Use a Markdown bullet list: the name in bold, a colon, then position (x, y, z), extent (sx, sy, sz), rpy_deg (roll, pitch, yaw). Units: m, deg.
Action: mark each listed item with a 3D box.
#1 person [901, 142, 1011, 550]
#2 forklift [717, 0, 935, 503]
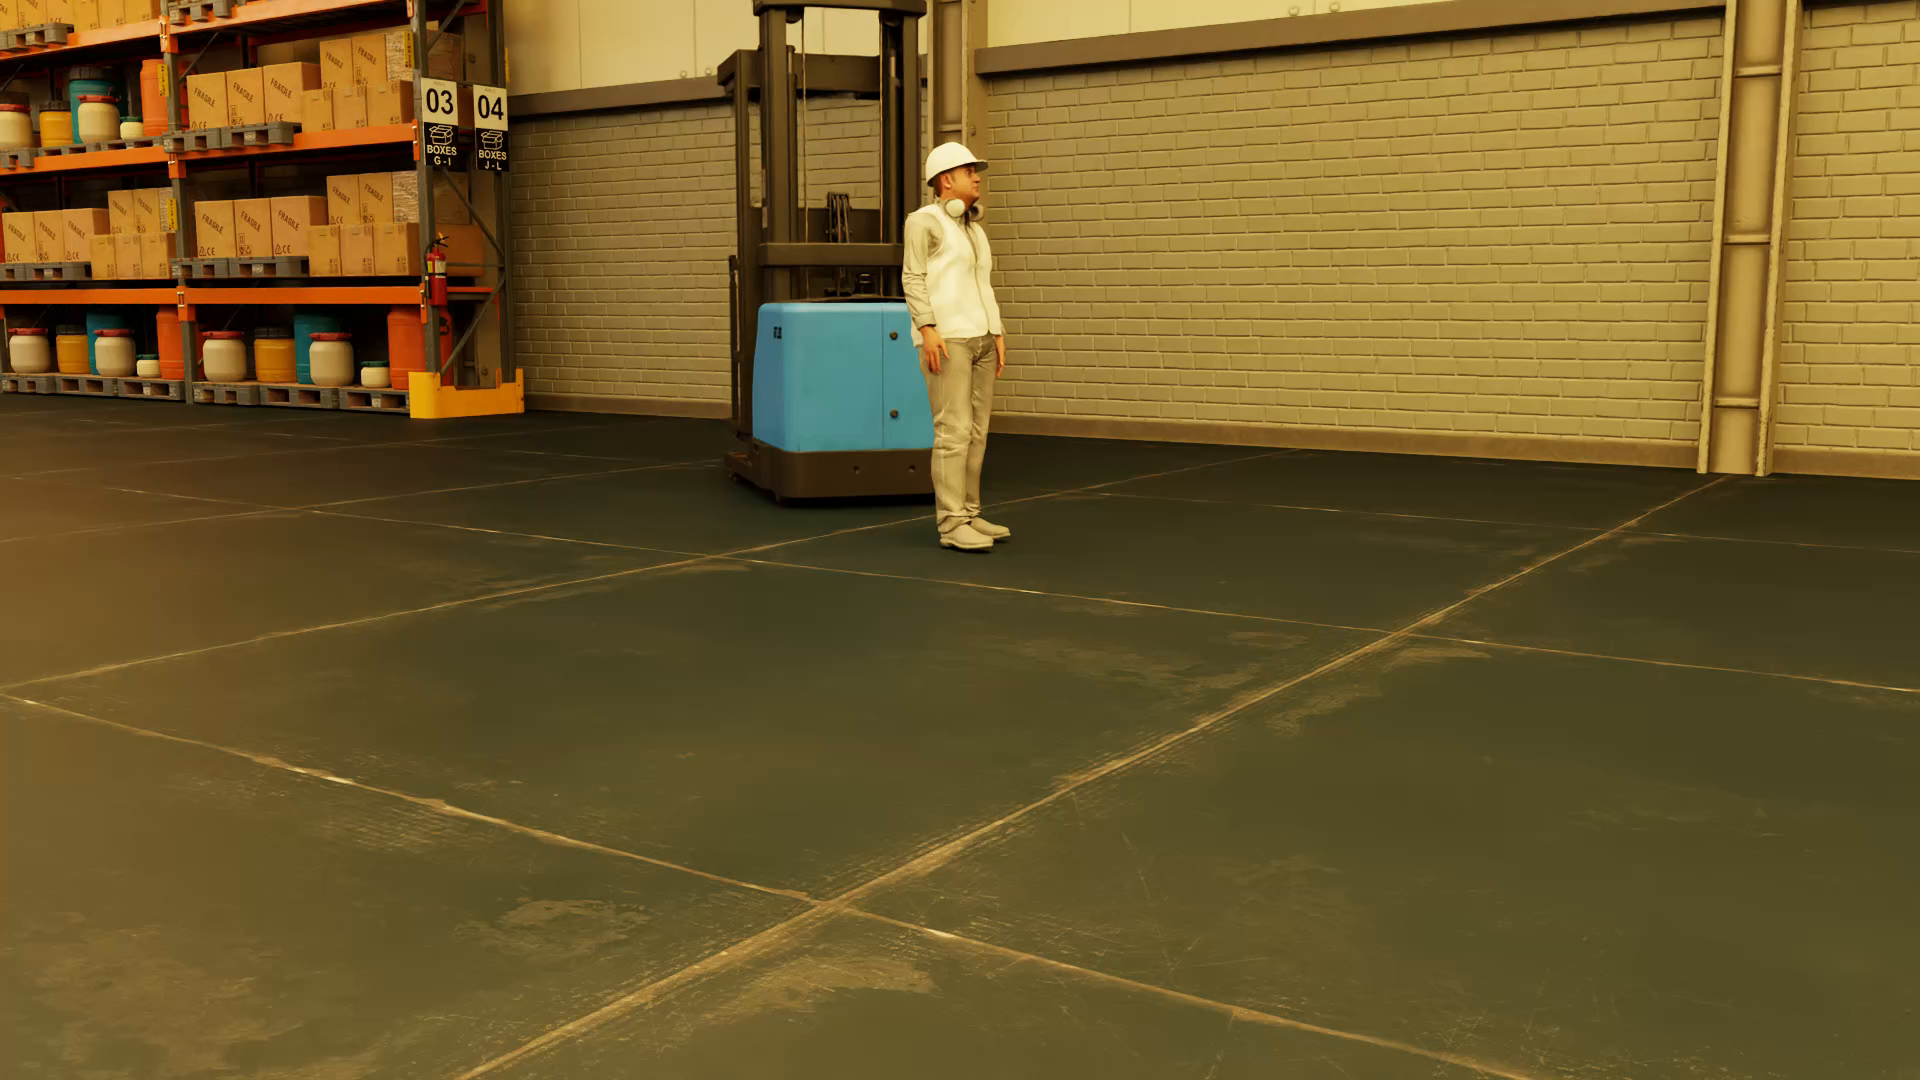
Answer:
- **person**: position (0.048, -0.880, 7.437), extent (0.566, 1.775, 0.634), rpy_deg (5, 10, 34)
- **forklift**: position (-0.833, -1.818, 9.981), extent (1.130, 2.935, 3.031), rpy_deg (-2, 8, -17)
